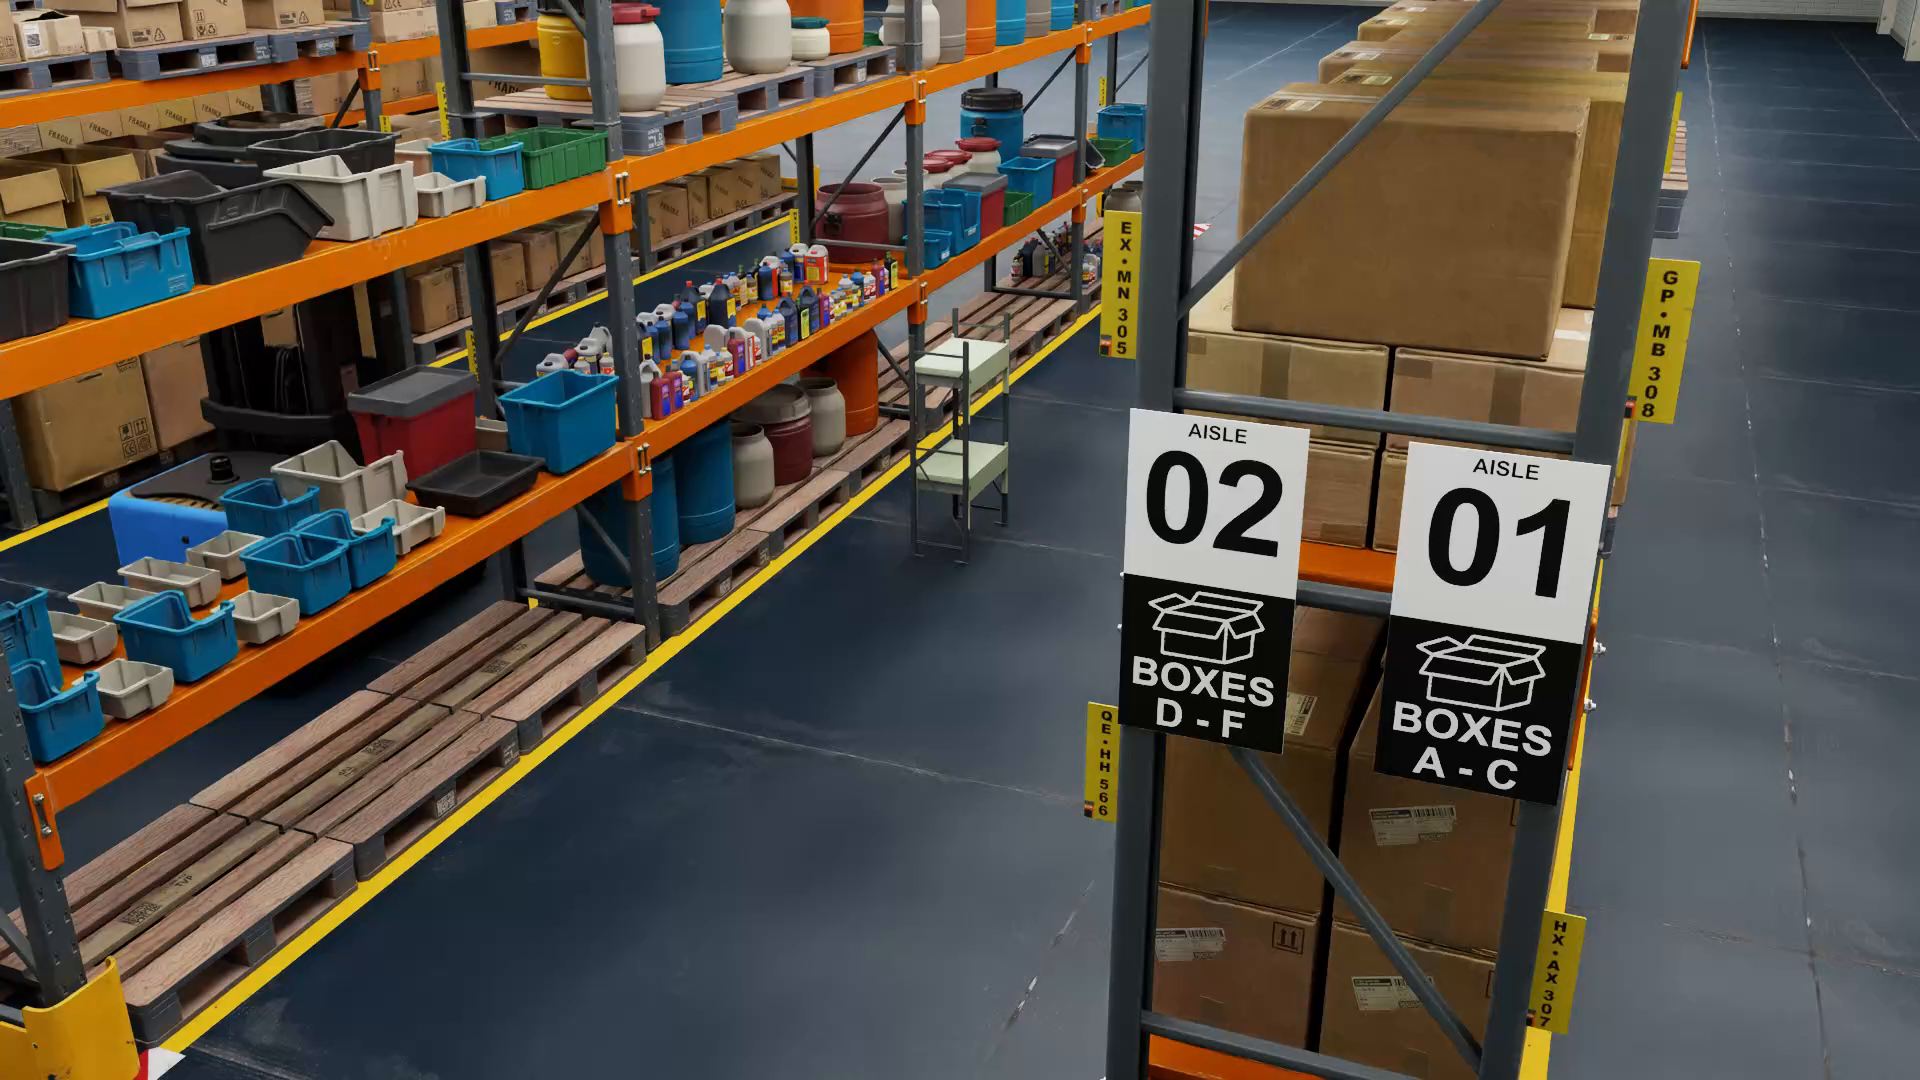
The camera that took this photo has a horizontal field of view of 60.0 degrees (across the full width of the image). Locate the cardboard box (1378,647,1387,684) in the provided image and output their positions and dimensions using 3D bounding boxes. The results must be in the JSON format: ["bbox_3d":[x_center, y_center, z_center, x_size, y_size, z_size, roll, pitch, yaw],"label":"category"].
[{"bbox_3d":[1.465,0.505,4.723,0.500,0.500,0.500,9,24,21],"label":"cardboard box"}]

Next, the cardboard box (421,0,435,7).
[{"bbox_3d":[-4.751,-4.934,14.501,0.500,0.500,0.500,9,24,20],"label":"cardboard box"}]

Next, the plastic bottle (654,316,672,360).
[{"bbox_3d":[-1.902,-1.297,10.630,0.097,0.271,0.097,0,23,0],"label":"plastic bottle"}]

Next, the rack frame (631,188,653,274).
[{"bbox_3d":[-3.871,-4.393,17.874,1.000,3.000,0.127,9,24,20],"label":"rack frame"}]

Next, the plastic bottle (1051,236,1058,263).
[{"bbox_3d":[0.995,-3.084,17.694,0.061,0.283,0.133,9,24,20],"label":"plastic bottle"}]

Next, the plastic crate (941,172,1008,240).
[{"bbox_3d":[0.126,-2.816,14.017,0.402,0.464,0.583,9,24,20],"label":"plastic crate"}]

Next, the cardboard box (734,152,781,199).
[{"bbox_3d":[-2.632,-4.643,21.173,0.500,0.500,0.500,14,26,30],"label":"cardboard box"}]

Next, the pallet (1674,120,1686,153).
[{"bbox_3d":[3.044,-2.002,8.504,1.213,0.211,1.003,9,24,20],"label":"pallet"}]

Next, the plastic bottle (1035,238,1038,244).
[{"bbox_3d":[0.793,-3.038,17.584,0.061,0.283,0.133,11,25,24],"label":"plastic bottle"}]

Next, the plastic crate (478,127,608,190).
[{"bbox_3d":[-2.120,-1.912,8.319,0.450,0.188,0.662,9,24,20],"label":"plastic crate"}]

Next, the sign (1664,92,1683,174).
[{"bbox_3d":[2.860,-1.658,6.765,0.100,0.325,0.005,9,24,20],"label":"sign"}]

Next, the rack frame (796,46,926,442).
[{"bbox_3d":[-0.758,-2.252,12.750,1.000,3.000,0.127,9,24,20],"label":"rack frame"}]

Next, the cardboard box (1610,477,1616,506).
[{"bbox_3d":[1.493,-0.318,4.423,0.500,0.250,0.500,9,24,20],"label":"cardboard box"}]

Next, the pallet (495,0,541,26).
[{"bbox_3d":[-4.581,-5.113,15.950,1.213,0.211,1.003,9,24,20],"label":"pallet"}]

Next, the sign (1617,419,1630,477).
[{"bbox_3d":[2.860,-0.435,7.276,0.100,0.325,0.005,9,24,20],"label":"sign"}]

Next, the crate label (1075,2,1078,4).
[{"bbox_3d":[1.212,-5.808,17.564,0.502,0.251,0.408,9,24,20],"label":"crate label"}]

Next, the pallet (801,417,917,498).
[{"bbox_3d":[-1.012,-0.677,12.598,1.003,0.211,1.213,9,24,20],"label":"pallet"}]

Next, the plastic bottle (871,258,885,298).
[{"bbox_3d":[-0.598,-1.910,12.082,0.061,0.283,0.133,9,24,20],"label":"plastic bottle"}]

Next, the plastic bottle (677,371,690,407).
[{"bbox_3d":[-1.636,-0.891,9.749,0.097,0.201,0.097,0,23,0],"label":"plastic bottle"}]

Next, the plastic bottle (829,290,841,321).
[{"bbox_3d":[-0.875,-1.624,11.505,0.097,0.201,0.097,0,23,0],"label":"plastic bottle"}]

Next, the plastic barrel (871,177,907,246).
[{"bbox_3d":[-0.574,-2.702,13.683,0.421,0.512,0.421,0,23,0],"label":"plastic barrel"}]

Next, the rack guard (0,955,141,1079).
[{"bbox_3d":[-3.726,1.775,6.353,1.175,0.500,0.348,9,24,20],"label":"rack guard"}]

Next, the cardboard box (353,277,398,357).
[{"bbox_3d":[-5.632,-1.931,14.192,1.225,0.875,0.875,8,24,18],"label":"cardboard box"}]

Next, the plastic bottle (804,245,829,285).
[{"bbox_3d":[-1.078,-2.065,12.462,0.152,0.276,0.135,9,24,20],"label":"plastic bottle"}]

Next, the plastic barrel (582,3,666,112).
[{"bbox_3d":[-1.816,-2.614,9.003,0.433,0.535,0.433,0,23,0],"label":"plastic barrel"}]

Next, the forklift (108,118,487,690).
[{"bbox_3d":[-3.685,-1.071,10.011,1.130,2.935,3.031,8,24,18],"label":"forklift"}]

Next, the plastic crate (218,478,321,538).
[{"bbox_3d":[-3.205,-0.111,7.764,0.416,0.233,0.300,9,24,20],"label":"plastic crate"}]

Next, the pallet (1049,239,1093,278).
[{"bbox_3d":[1.468,-3.069,18.324,1.003,0.211,1.213,9,24,20],"label":"pallet"}]

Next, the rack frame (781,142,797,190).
[{"bbox_3d":[-2.385,-5.824,21.301,1.000,3.000,0.127,9,24,20],"label":"rack frame"}]

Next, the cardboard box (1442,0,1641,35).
[{"bbox_3d":[2.209,-1.822,6.402,0.700,0.500,0.500,9,24,20],"label":"cardboard box"}]

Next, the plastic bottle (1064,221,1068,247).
[{"bbox_3d":[1.150,-3.382,18.408,0.061,0.283,0.133,9,24,21],"label":"plastic bottle"}]

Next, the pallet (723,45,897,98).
[{"bbox_3d":[-1.133,-3.289,11.586,1.003,0.211,1.213,9,24,20],"label":"pallet"}]

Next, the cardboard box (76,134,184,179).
[{"bbox_3d":[-6.131,-2.737,12.480,0.797,0.503,0.637,10,25,22],"label":"cardboard box"}]

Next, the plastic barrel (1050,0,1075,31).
[{"bbox_3d":[0.740,-5.086,14.992,0.600,0.901,0.708,9,24,20],"label":"plastic barrel"}]

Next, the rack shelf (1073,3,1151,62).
[{"bbox_3d":[1.471,-5.451,17.451,1.077,0.370,4.000,9,24,20],"label":"rack shelf"}]

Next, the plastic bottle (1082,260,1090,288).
[{"bbox_3d":[1.253,-2.679,16.741,0.097,0.271,0.097,0,23,0],"label":"plastic bottle"}]

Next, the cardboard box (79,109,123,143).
[{"bbox_3d":[-9.133,-4.238,17.375,0.500,0.500,0.500,9,24,20],"label":"cardboard box"}]

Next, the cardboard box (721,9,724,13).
[{"bbox_3d":[-2.842,-6.311,20.654,0.500,0.500,0.500,9,24,20],"label":"cardboard box"}]

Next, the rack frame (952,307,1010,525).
[{"bbox_3d":[0.138,-0.825,11.280,0.400,1.500,0.023,9,24,20],"label":"rack frame"}]

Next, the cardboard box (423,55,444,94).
[{"bbox_3d":[-7.232,-6.300,22.247,0.875,0.550,0.550,9,24,20],"label":"cardboard box"}]

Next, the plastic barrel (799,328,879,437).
[{"bbox_3d":[-0.924,-1.267,12.662,0.600,0.830,0.708,9,24,20],"label":"plastic barrel"}]

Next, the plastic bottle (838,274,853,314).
[{"bbox_3d":[-0.802,-1.726,11.658,0.097,0.271,0.097,0,23,0],"label":"plastic bottle"}]

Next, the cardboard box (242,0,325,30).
[{"bbox_3d":[-5.516,-4.358,13.221,0.797,0.503,0.637,10,25,23],"label":"cardboard box"}]

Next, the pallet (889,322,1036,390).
[{"bbox_3d":[0.021,-1.672,14.979,1.003,0.211,1.213,9,24,20],"label":"pallet"}]

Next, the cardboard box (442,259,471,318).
[{"bbox_3d":[-4.932,-2.454,15.905,0.700,0.500,0.500,7,24,16],"label":"cardboard box"}]

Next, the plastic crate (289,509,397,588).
[{"bbox_3d":[-2.732,0.041,7.401,0.416,0.233,0.300,9,24,20],"label":"plastic crate"}]

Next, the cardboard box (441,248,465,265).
[{"bbox_3d":[-4.948,-2.792,15.742,0.500,0.250,0.500,12,25,26],"label":"cardboard box"}]

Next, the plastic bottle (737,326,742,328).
[{"bbox_3d":[-1.411,-1.266,10.646,0.097,0.201,0.097,0,23,0],"label":"plastic bottle"}]

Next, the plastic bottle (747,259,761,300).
[{"bbox_3d":[-1.483,-1.883,12.017,0.061,0.283,0.133,9,24,20],"label":"plastic bottle"}]

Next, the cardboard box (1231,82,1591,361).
[{"bbox_3d":[1.044,-0.757,3.851,0.700,0.500,0.500,9,24,20],"label":"cardboard box"}]

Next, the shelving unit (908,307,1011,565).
[{"bbox_3d":[0.002,-0.694,10.967,0.431,1.500,0.755,9,24,20],"label":"shelving unit"}]

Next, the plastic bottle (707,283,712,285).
[{"bbox_3d":[-1.716,-1.633,11.435,0.097,0.271,0.097,0,23,0],"label":"plastic bottle"}]

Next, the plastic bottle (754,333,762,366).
[{"bbox_3d":[-1.306,-1.209,10.510,0.097,0.201,0.097,0,23,0],"label":"plastic bottle"}]

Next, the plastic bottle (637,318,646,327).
[{"bbox_3d":[-2.074,-1.262,10.540,0.152,0.276,0.135,9,24,20],"label":"plastic bottle"}]

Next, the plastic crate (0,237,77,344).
[{"bbox_3d":[-3.328,-0.811,5.577,0.497,0.269,0.590,9,24,20],"label":"plastic crate"}]

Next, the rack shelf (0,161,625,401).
[{"bbox_3d":[-2.987,-1.157,7.170,1.077,0.370,4.000,9,24,20],"label":"rack shelf"}]

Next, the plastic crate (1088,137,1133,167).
[{"bbox_3d":[1.494,-4.031,17.284,0.450,0.188,0.662,9,24,20],"label":"plastic crate"}]
